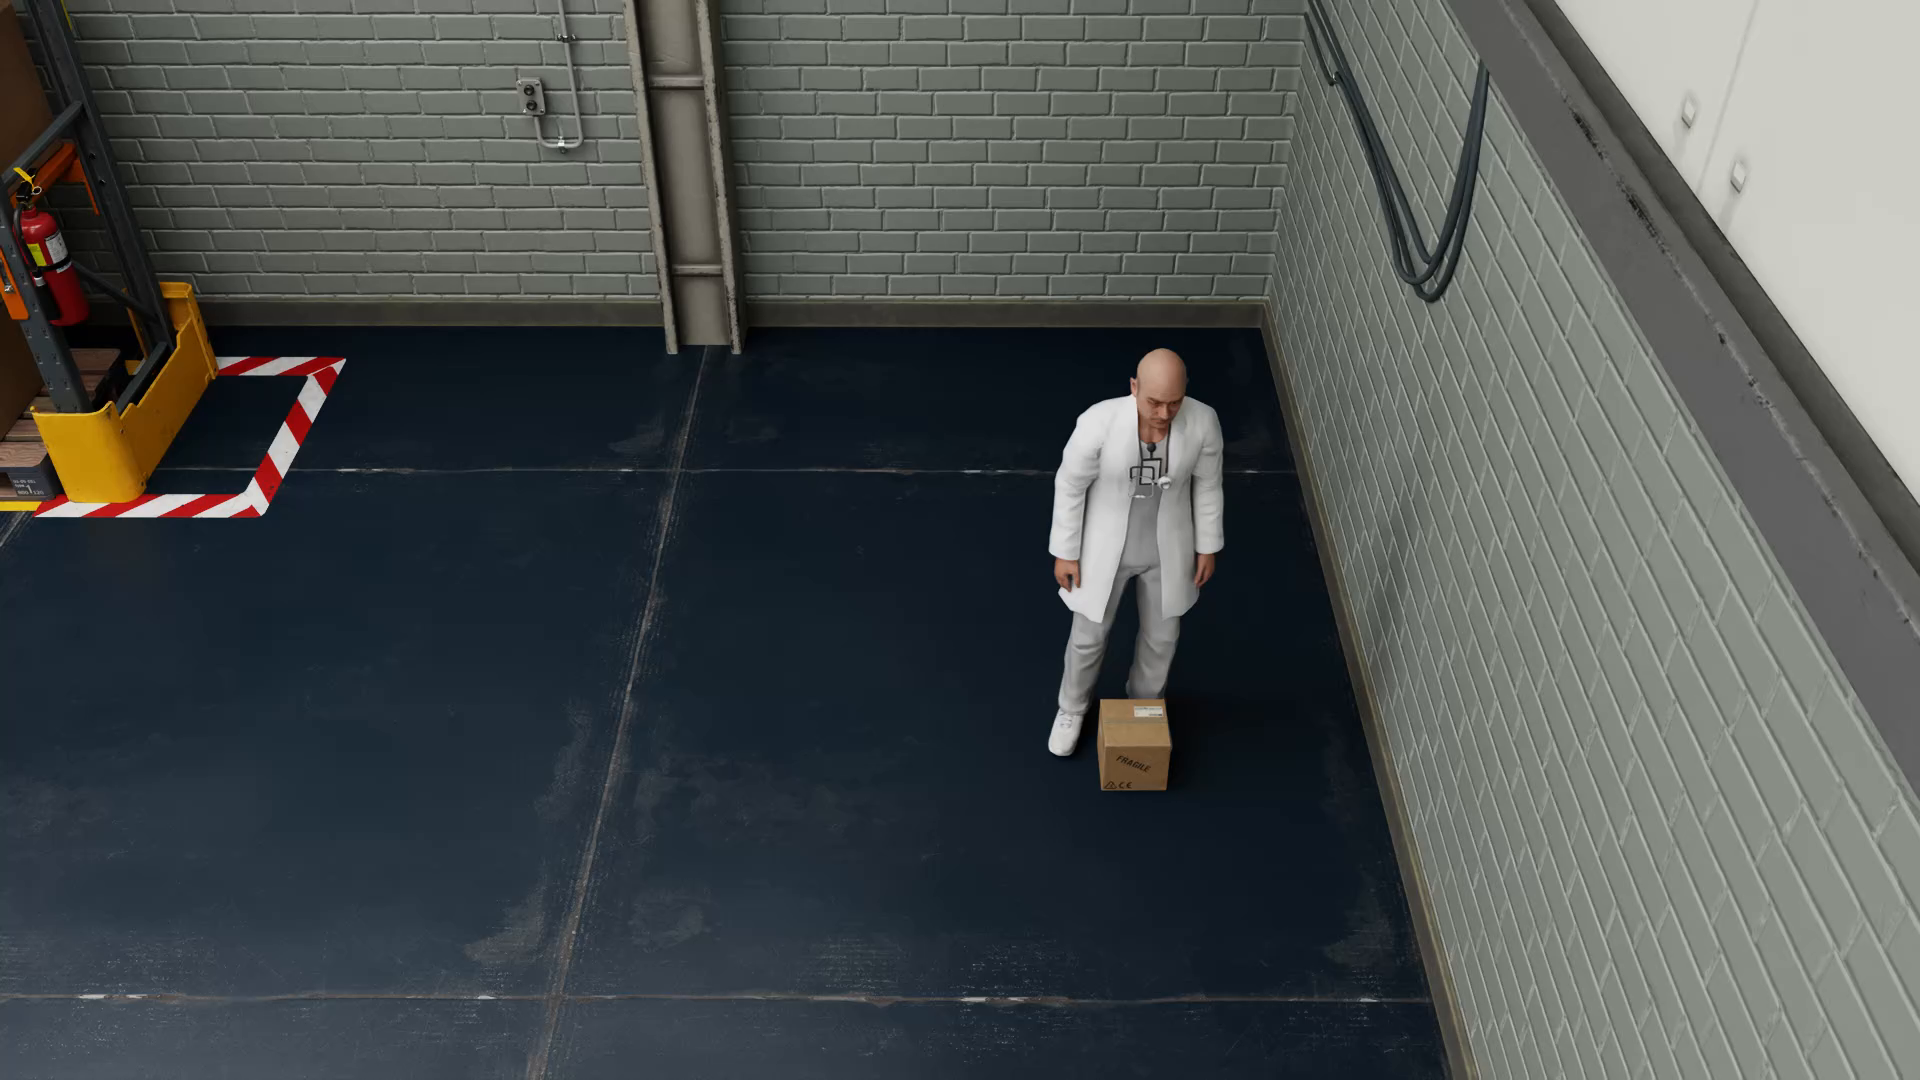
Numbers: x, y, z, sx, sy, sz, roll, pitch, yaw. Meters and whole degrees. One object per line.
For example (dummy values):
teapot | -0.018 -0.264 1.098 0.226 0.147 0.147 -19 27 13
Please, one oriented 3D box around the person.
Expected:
person | 0.649 0.044 6.114 0.649 1.773 0.433 -2 39 -3
